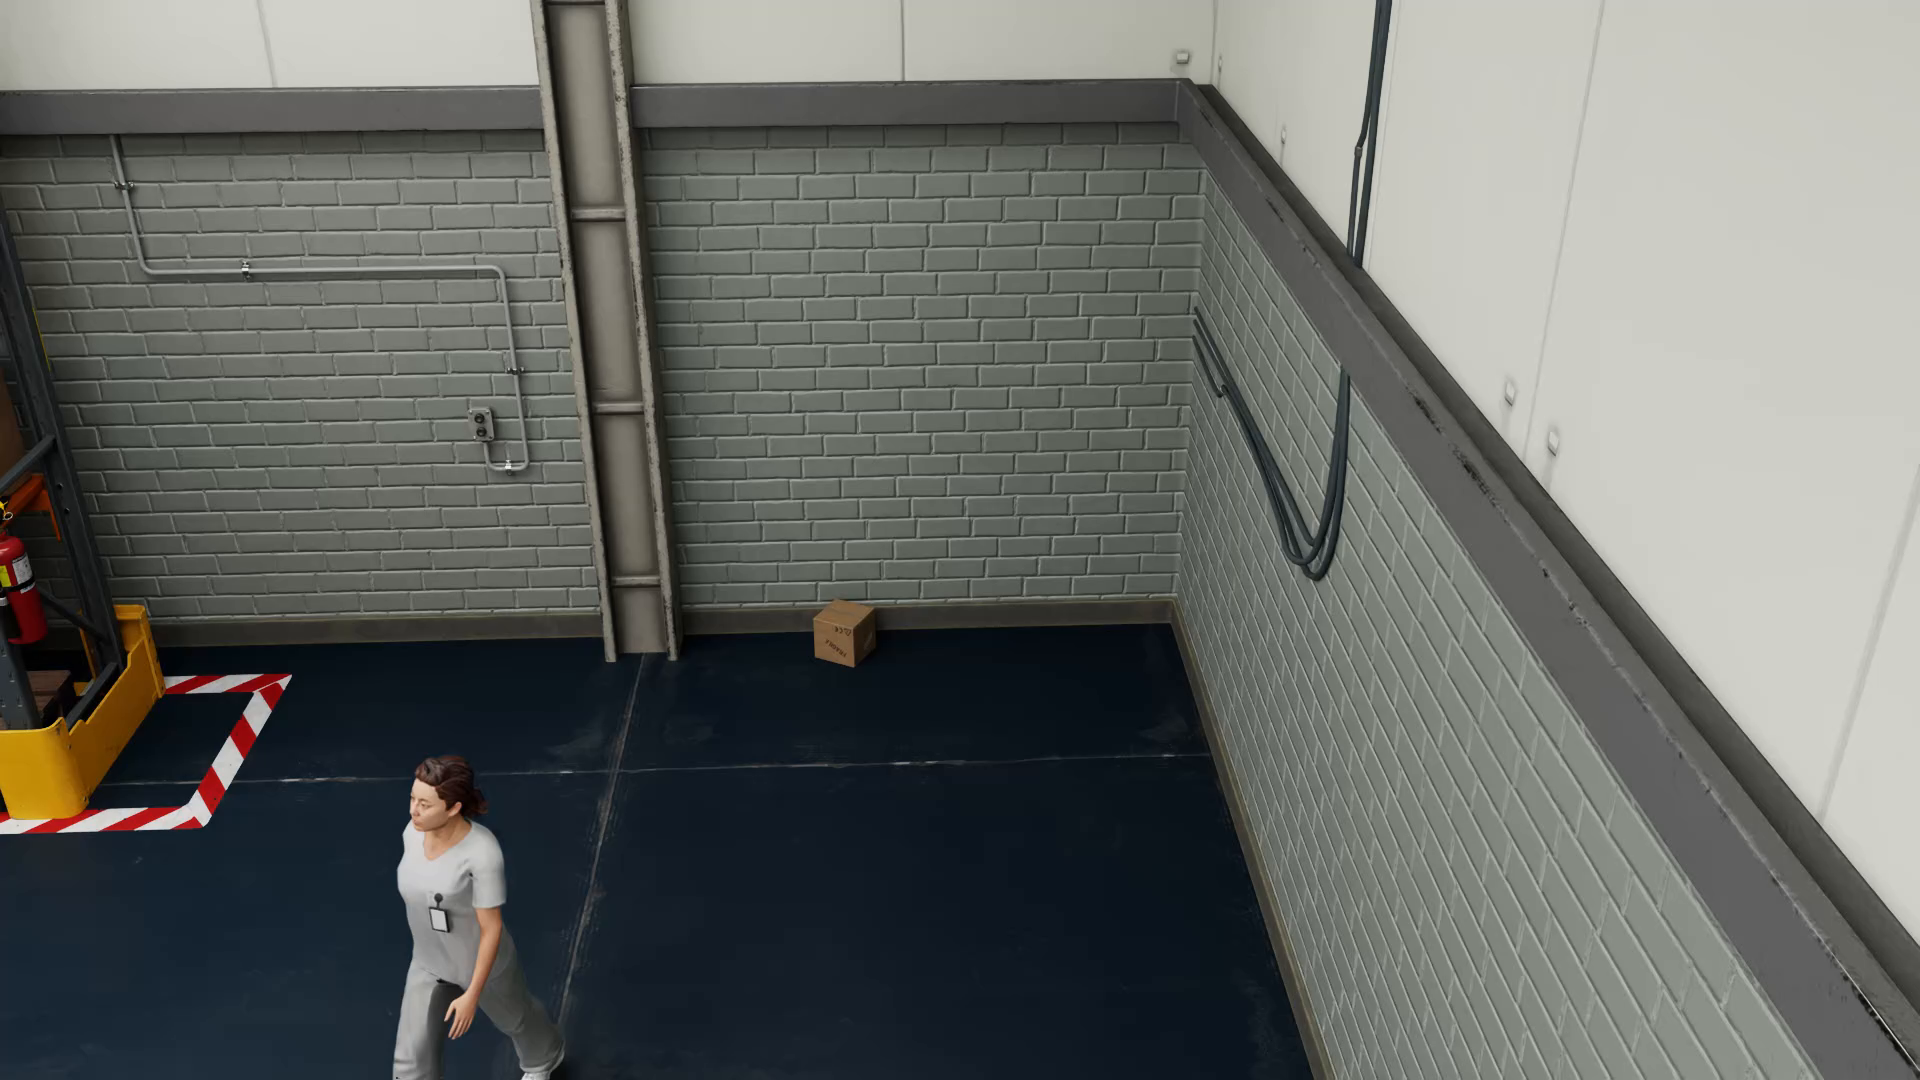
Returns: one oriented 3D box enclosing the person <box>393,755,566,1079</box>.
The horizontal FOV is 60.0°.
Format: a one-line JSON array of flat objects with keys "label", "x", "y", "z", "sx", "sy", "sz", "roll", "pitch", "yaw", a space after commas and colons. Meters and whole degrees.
[{"label": "person", "x": -1.767, "y": 1.497, "z": 5.738, "sx": 0.450, "sy": 1.616, "sz": 0.985, "roll": 11, "pitch": 30, "yaw": 20}]
